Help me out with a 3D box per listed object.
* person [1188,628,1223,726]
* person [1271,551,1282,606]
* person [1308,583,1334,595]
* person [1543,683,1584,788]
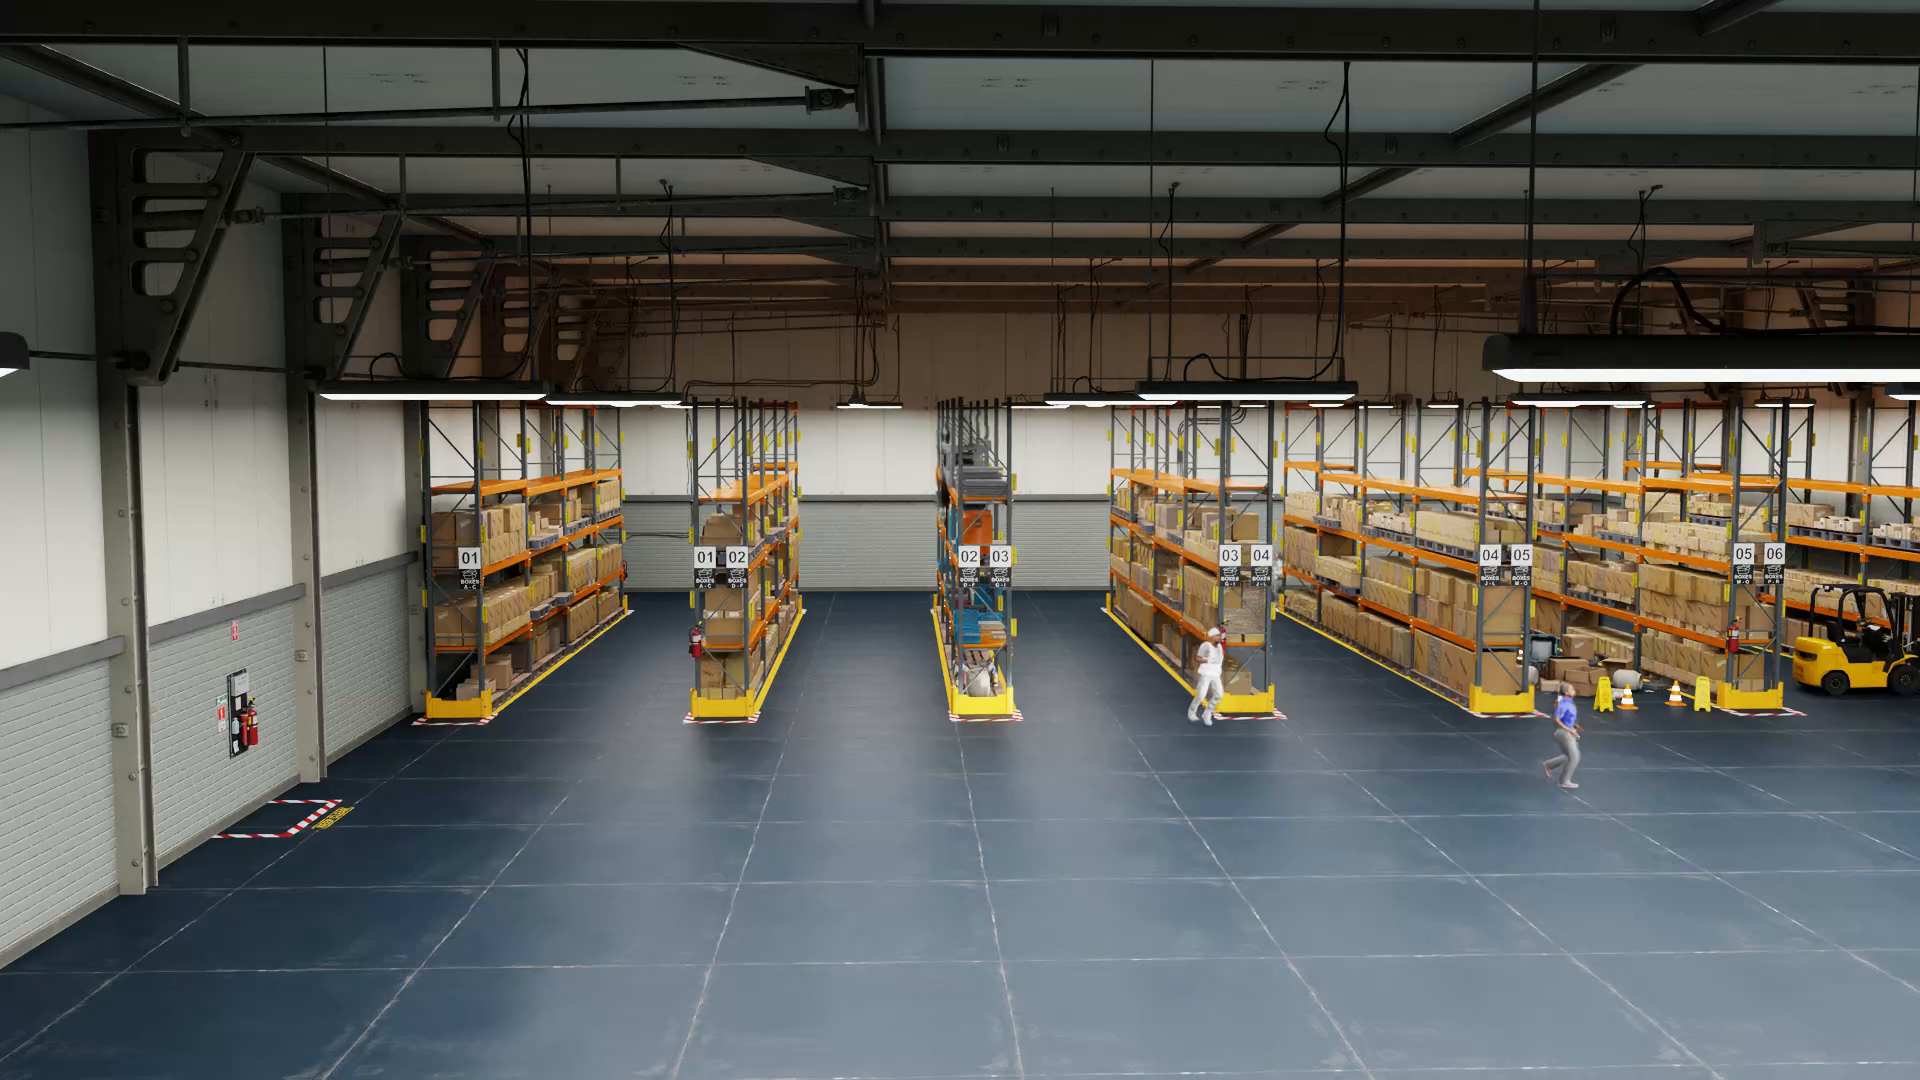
[{"bbox_3d":[4.613,2.505,30.482,0.686,1.783,0.693,-3,5,-30],"label":"person"},{"bbox_3d":[9.279,1.148,48.833,0.528,1.647,0.616,-1,4,-11],"label":"person"},{"bbox_3d":[10.516,1.090,49.004,0.881,1.739,0.701,4,6,43],"label":"person"},{"bbox_3d":[9.184,2.967,25.269,0.524,1.609,0.545,2,5,26],"label":"person"}]
